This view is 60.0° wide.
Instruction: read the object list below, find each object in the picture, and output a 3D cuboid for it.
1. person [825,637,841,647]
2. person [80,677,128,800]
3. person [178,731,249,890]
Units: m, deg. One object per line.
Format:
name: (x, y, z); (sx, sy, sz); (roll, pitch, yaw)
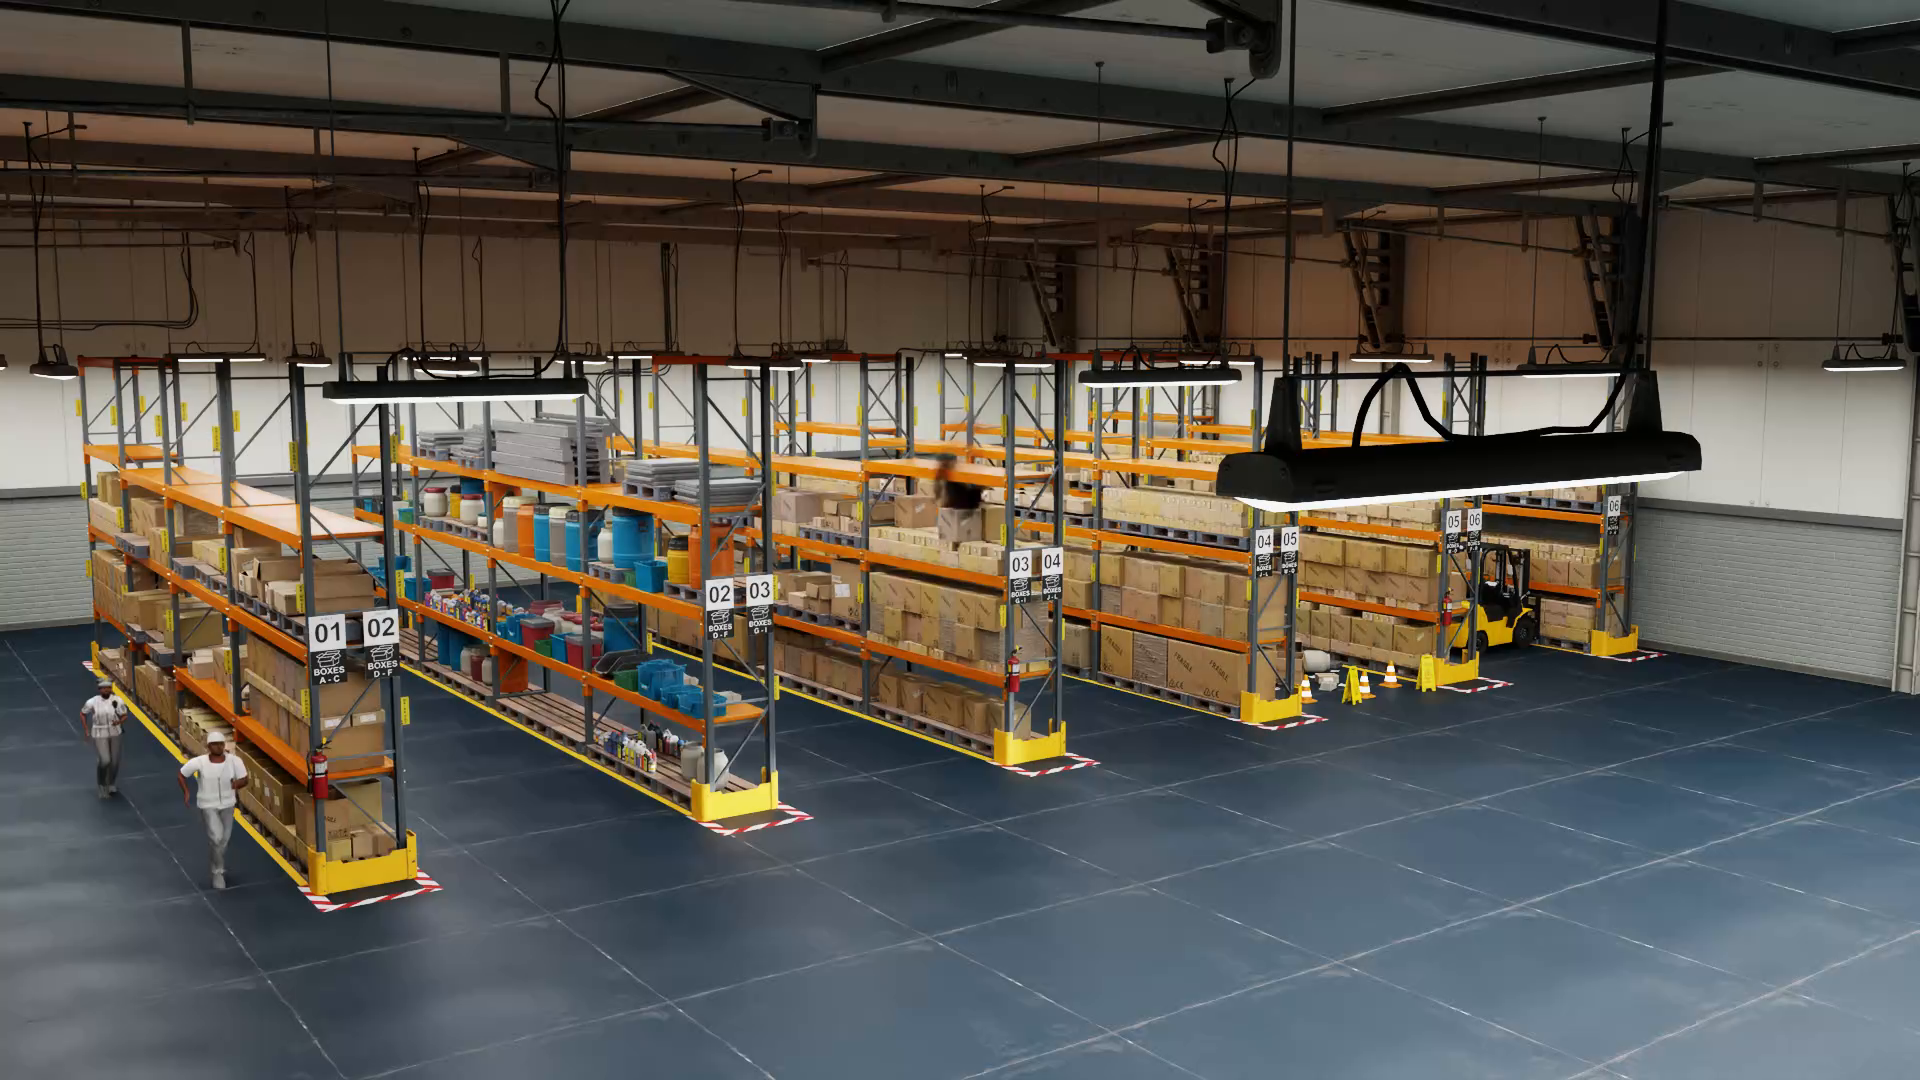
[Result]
person: (-2.554, 1.487, 33.335); (0.581, 1.619, 0.586); (-6, 9, -40)
person: (-11.758, 2.721, 22.924); (0.548, 1.699, 0.684); (-6, 9, -39)
person: (-8.624, 3.124, 19.327); (0.672, 1.825, 0.734); (-7, 10, -44)
